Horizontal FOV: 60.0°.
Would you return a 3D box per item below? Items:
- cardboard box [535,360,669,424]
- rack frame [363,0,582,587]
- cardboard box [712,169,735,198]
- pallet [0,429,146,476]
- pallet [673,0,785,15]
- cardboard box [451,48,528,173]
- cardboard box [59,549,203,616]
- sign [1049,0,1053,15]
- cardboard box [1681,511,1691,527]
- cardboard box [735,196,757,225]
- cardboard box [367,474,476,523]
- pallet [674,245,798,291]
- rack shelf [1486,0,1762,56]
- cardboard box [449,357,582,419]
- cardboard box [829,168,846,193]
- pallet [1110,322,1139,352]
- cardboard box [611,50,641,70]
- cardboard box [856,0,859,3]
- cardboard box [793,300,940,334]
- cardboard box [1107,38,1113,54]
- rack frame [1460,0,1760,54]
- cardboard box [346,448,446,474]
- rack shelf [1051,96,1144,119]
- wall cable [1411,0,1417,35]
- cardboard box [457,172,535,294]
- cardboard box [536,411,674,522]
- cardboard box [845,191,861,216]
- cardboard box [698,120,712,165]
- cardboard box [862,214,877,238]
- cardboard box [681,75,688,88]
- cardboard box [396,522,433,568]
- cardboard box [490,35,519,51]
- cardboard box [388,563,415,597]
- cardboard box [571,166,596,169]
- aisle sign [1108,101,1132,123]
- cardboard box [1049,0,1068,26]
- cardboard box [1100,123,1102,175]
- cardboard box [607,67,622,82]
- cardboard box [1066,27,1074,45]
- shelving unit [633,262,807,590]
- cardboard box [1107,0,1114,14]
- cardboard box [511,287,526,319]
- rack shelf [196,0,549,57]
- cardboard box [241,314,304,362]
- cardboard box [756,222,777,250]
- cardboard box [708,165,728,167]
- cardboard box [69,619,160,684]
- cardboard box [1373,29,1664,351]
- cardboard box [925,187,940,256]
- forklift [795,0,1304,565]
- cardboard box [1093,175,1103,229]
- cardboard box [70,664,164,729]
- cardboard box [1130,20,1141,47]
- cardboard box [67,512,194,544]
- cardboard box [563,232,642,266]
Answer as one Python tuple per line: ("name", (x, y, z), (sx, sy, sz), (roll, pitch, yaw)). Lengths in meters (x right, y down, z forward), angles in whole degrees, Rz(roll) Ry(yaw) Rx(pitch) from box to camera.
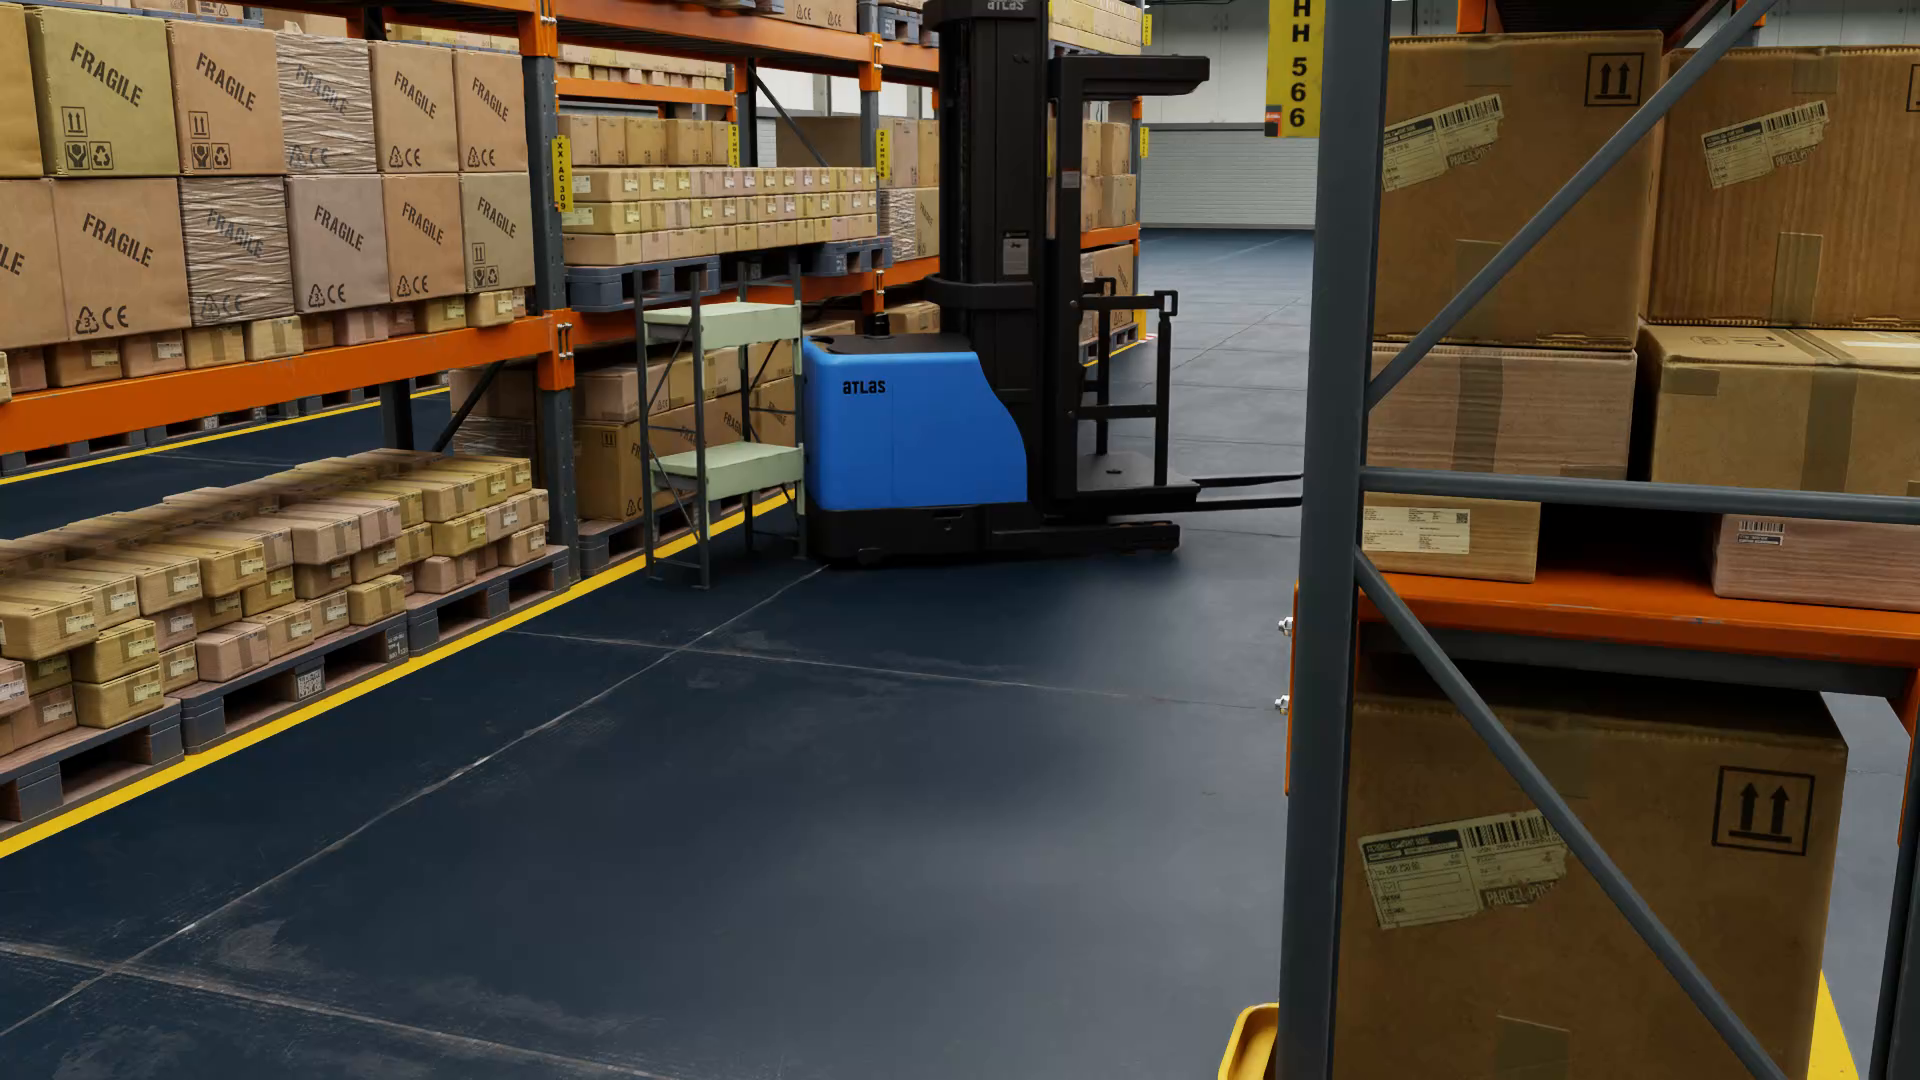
("cardboard box", (-1.846, -0.769, 8.605), (0.500, 0.250, 0.500), (4, 13, 16))
("rack frame", (-2.335, -1.281, 7.859), (1.000, 3.000, 0.127), (4, 14, 18))
("cardboard box", (-1.438, -1.922, 8.952), (0.380, 0.149, 0.250), (4, 14, 18))
("pallet", (-6.480, -0.682, 11.502), (1.003, 0.211, 1.213), (4, 14, 18))
("pallet", (-1.702, -2.993, 9.039), (1.213, 0.211, 1.003), (4, 14, 18))
("cardboard box", (-2.232, -1.844, 7.184), (0.500, 0.500, 0.500), (4, 13, 16))
("cardboard box", (-2.860, 0.144, 5.741), (0.380, 0.149, 0.250), (5, 14, 21))
("sign", (0.770, -4.796, 14.650), (0.100, 0.325, 0.005), (4, 14, 18))
("cardboard box", (1.622, -0.097, 3.236), (0.380, 0.149, 0.250), (4, 13, 17))
("cardboard box", (-1.353, -1.835, 9.237), (0.380, 0.149, 0.250), (4, 13, 17))
("cardboard box", (-2.323, -0.182, 7.172), (0.380, 0.149, 0.250), (4, 14, 18))
("pallet", (-1.643, -1.610, 9.731), (1.003, 0.211, 1.213), (4, 14, 18))
("rack shelf", (2.972, -2.435, 7.792), (1.077, 0.370, 4.000), (4, 14, 18))
("cardboard box", (-2.334, -0.808, 8.773), (0.500, 0.250, 0.500), (4, 13, 17))
("cardboard box", (-0.934, -2.251, 10.394), (0.380, 0.149, 0.250), (5, 14, 20))
("pallet", (1.363, -2.274, 18.476), (1.003, 0.211, 1.213), (4, 14, 18))
("cardboard box", (-3.730, -5.121, 17.613), (0.500, 0.250, 0.500), (4, 14, 19))
("cardboard box", (-0.782, -3.775, 11.442), (0.380, 0.149, 0.250), (4, 13, 16))
("cardboard box", (-0.759, -1.353, 12.285), (1.050, 0.750, 0.750), (4, 14, 18))
("cardboard box", (1.349, -5.039, 16.979), (0.380, 0.149, 0.250), (4, 14, 19))
("rack frame", (2.325, -0.902, 6.201), (1.000, 3.000, 0.127), (4, 14, 18))
("cardboard box", (-2.643, -0.328, 7.810), (0.380, 0.149, 0.250), (5, 14, 21))
("rack shelf", (0.900, -4.498, 16.830), (1.077, 0.370, 4.000), (4, 14, 18))
("wall cable", (11.944, -15.155, 47.521), (2.305, 6.003, 0.169), (4, 14, 18))
("cardboard box", (-2.225, -1.352, 7.279), (0.500, 0.500, 0.500), (4, 14, 18))
("cardboard box", (-1.845, -0.403, 8.688), (0.500, 0.500, 0.500), (5, 14, 21))
("cardboard box", (-0.855, -2.157, 10.650), (0.380, 0.149, 0.250), (5, 14, 21))
("cardboard box", (-3.299, -4.594, 19.237), (0.700, 0.500, 0.500), (4, 14, 19))
("cardboard box", (-0.766, -2.068, 10.930), (0.380, 0.149, 0.250), (5, 14, 19))
("cardboard box", (-3.333, -5.230, 18.987), (0.380, 0.149, 0.250), (4, 14, 19))
("cardboard box", (-2.456, 0.010, 6.998), (0.380, 0.149, 0.250), (4, 14, 19))
("cardboard box", (-4.515, -4.761, 15.758), (0.500, 0.250, 0.500), (4, 13, 17))
("cardboard box", (-2.528, 0.167, 6.978), (0.380, 0.149, 0.250), (4, 13, 17))
("cardboard box", (-4.057, -3.567, 16.980), (0.500, 0.500, 0.500), (4, 14, 18))
("aisle sign", (1.854, -5.068, 18.610), (0.394, 0.787, 0.004), (4, 14, 18))
("cardboard box", (0.676, -4.836, 15.193), (0.500, 0.250, 0.500), (4, 14, 19))
("cardboard box", (0.990, -4.101, 17.451), (0.875, 0.550, 0.550), (4, 14, 18))
("cardboard box", (-3.802, -4.905, 17.560), (0.380, 0.149, 0.250), (4, 13, 17))
("cardboard box", (0.857, -4.718, 15.573), (0.380, 0.149, 0.250), (4, 14, 18))
("shelving unit", (-1.163, -0.587, 8.190), (0.431, 1.500, 0.755), (9, 15, 33))
("cardboard box", (1.348, -5.427, 16.885), (0.380, 0.149, 0.250), (4, 13, 18))
("cardboard box", (-2.206, -1.081, 7.549), (0.380, 0.149, 0.250), (4, 14, 18))
("rack shelf", (-2.982, -1.971, 5.760), (1.077, 0.370, 4.000), (4, 14, 18))
("cardboard box", (-2.644, -0.747, 6.084), (0.380, 0.149, 0.250), (5, 14, 20))
("cardboard box", (-1.271, -1.741, 9.496), (0.380, 0.149, 0.250), (4, 13, 16))
("cardboard box", (-3.084, -4.202, 19.765), (0.500, 0.500, 0.500), (4, 13, 17))
("cardboard box", (-2.894, 0.352, 5.499), (0.380, 0.149, 0.250), (5, 14, 20))
("cardboard box", (0.940, -0.619, 2.943), (0.500, 0.500, 0.500), (5, 14, 19))
("cardboard box", (-0.315, -2.460, 12.801), (0.500, 0.500, 0.500), (4, 14, 18))
("forklift", (0.668, -1.456, 8.778), (3.031, 2.935, 1.130), (-3, 13, -13))
("cardboard box", (1.013, -3.573, 17.564), (0.875, 0.550, 0.550), (4, 14, 18))
("cardboard box", (-2.890, 0.500, 5.521), (0.380, 0.149, 0.250), (5, 14, 19))
("cardboard box", (1.653, -5.472, 17.981), (0.500, 0.250, 0.500), (5, 14, 19))
("cardboard box", (-3.173, -0.001, 6.377), (0.380, 0.149, 0.250), (4, 14, 19))
("cardboard box", (-1.773, -1.413, 8.058), (0.380, 0.149, 0.250), (4, 13, 16))
